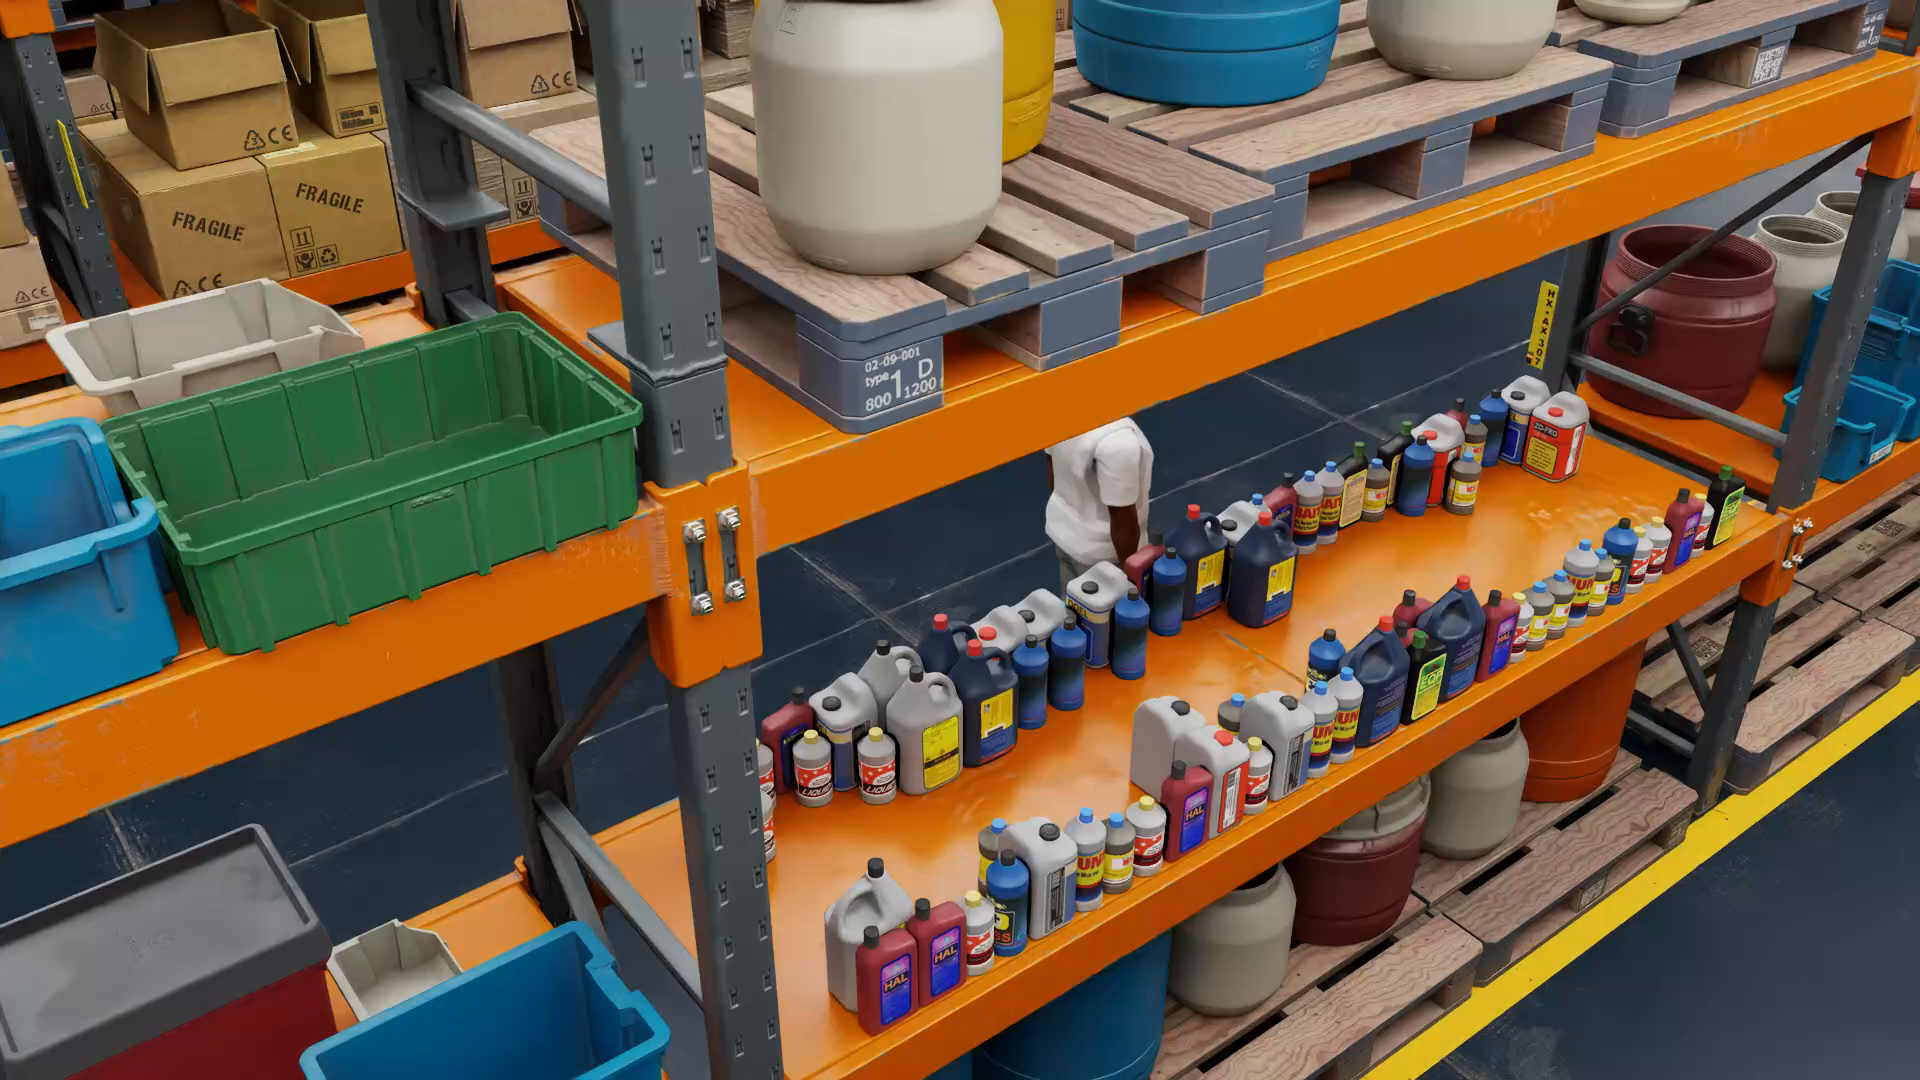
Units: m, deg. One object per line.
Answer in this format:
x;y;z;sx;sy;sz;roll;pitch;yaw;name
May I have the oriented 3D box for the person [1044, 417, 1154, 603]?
0.497;-0.002;6.133;0.361;1.778;0.565;-15;35;-23;person
